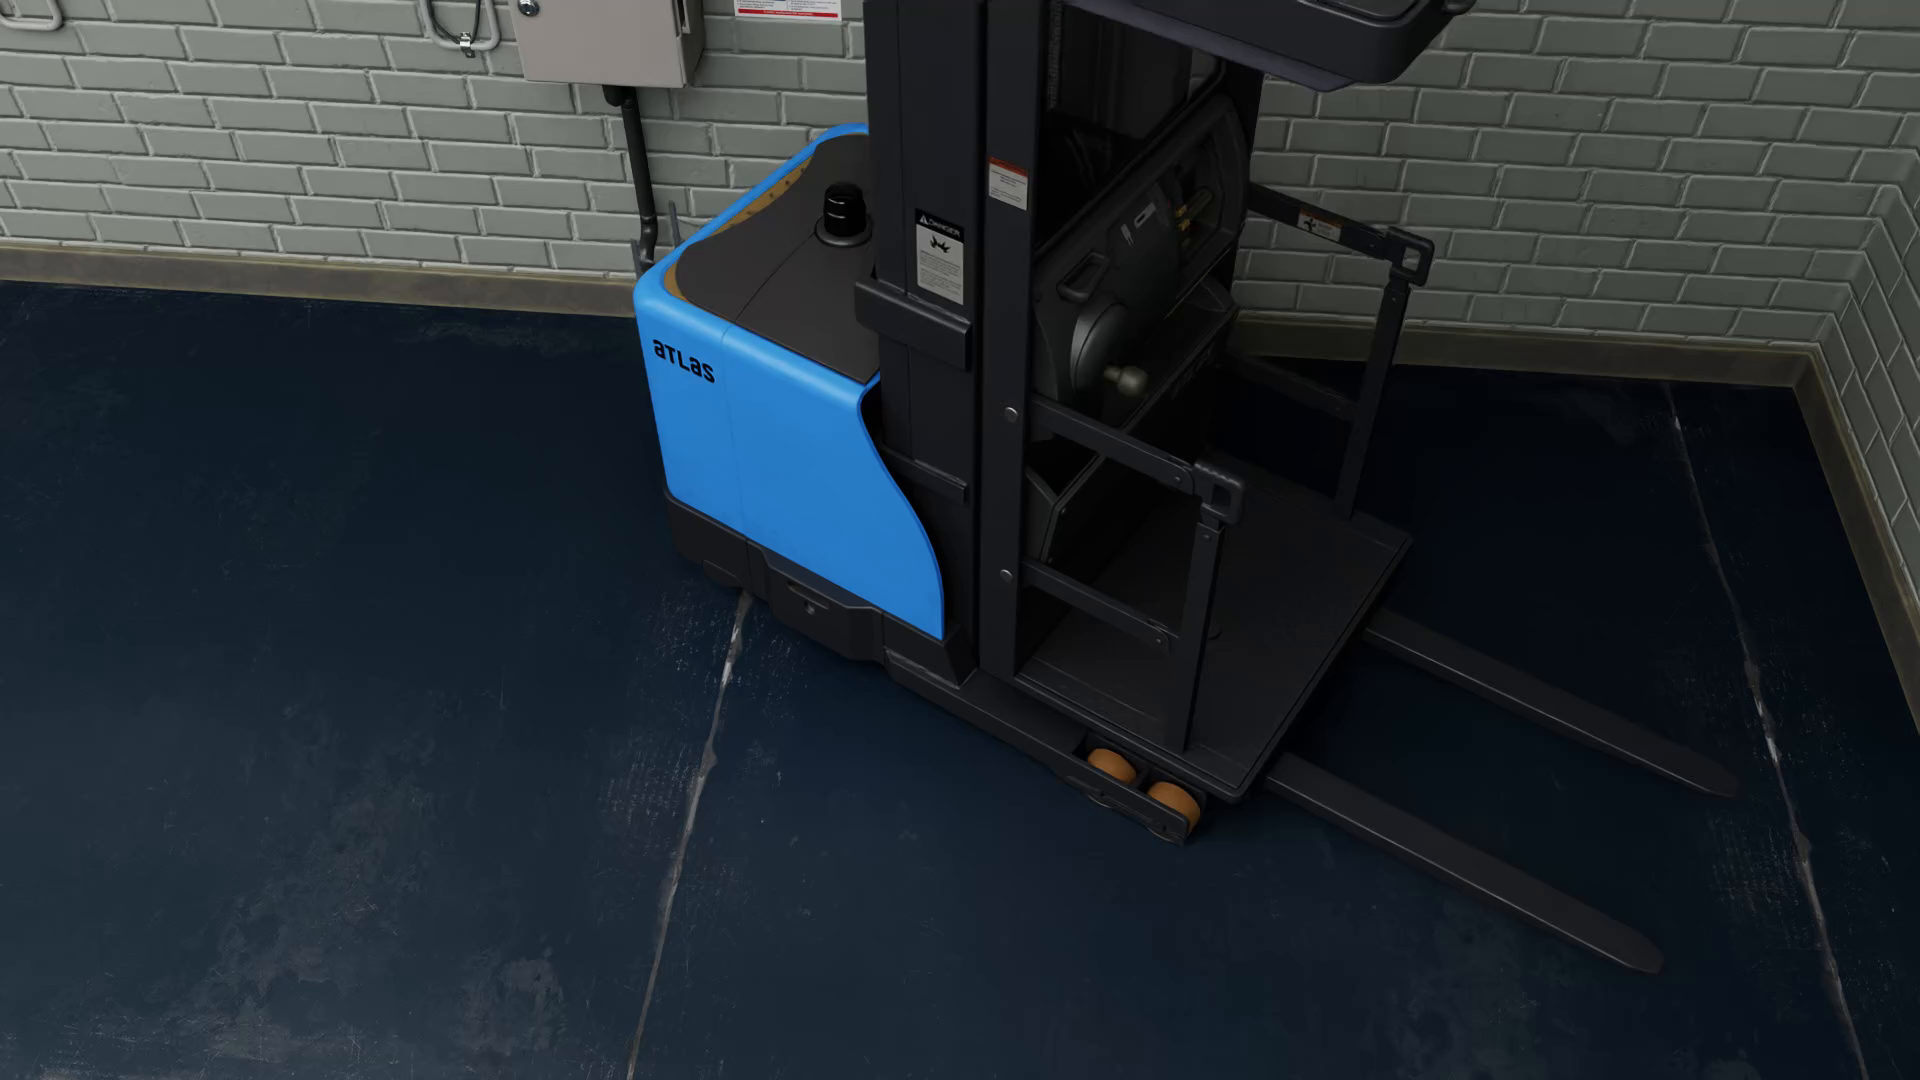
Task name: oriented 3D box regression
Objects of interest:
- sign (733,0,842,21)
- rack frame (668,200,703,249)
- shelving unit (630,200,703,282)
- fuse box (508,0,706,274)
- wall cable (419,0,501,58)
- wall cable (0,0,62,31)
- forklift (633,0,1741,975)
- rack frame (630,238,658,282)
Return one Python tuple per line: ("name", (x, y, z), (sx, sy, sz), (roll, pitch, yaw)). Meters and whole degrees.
("sign", (-0.524, -1.757, 4.888), (0.329, 0.494, 0.001), (4, 48, 4))
("rack frame", (-0.762, -0.669, 5.252), (0.240, 0.900, 0.006), (20, 51, 17))
("shelving unit", (-0.806, -0.601, 5.190), (0.258, 0.900, 0.210), (20, 51, 17))
("fuse box", (-1.035, -1.235, 5.220), (0.539, 1.711, 0.414), (4, 48, 4))
("wall cable", (-1.700, -2.174, 4.517), (0.588, 1.984, 0.122), (4, 48, 4))
("wall cable", (-3.113, -2.272, 4.585), (0.585, 1.953, 0.123), (4, 48, 4))
("forklift", (0.612, -0.626, 3.836), (3.031, 2.935, 1.130), (27, 53, 22))
("rack frame", (-0.850, -0.534, 5.128), (0.240, 0.900, 0.006), (20, 51, 17))
